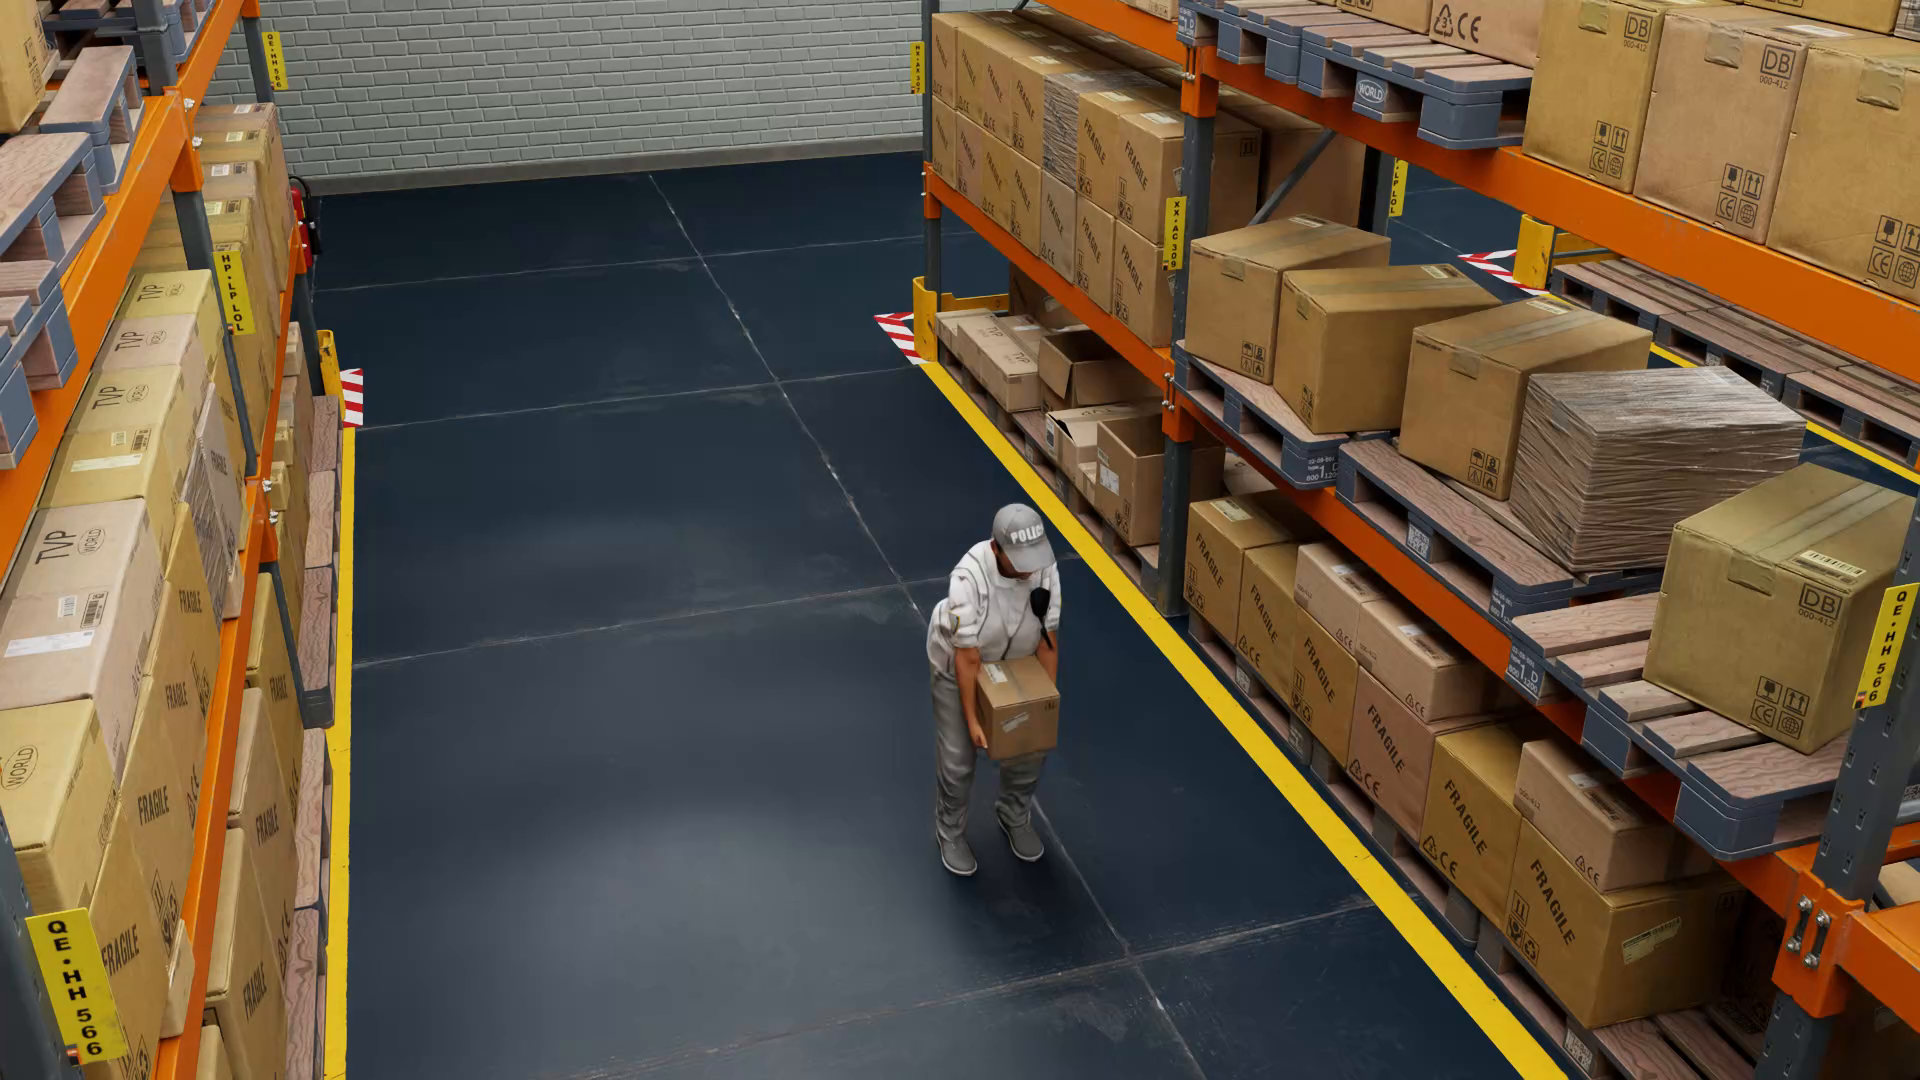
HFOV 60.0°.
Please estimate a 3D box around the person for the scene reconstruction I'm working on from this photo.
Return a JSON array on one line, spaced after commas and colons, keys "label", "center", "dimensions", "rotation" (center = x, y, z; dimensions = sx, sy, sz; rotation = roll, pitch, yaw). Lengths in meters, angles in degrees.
[{"label": "person", "center": [0.133, 0.427, 6.177], "dimensions": [0.525, 1.599, 0.468], "rotation": [-10, 28, -19]}]
